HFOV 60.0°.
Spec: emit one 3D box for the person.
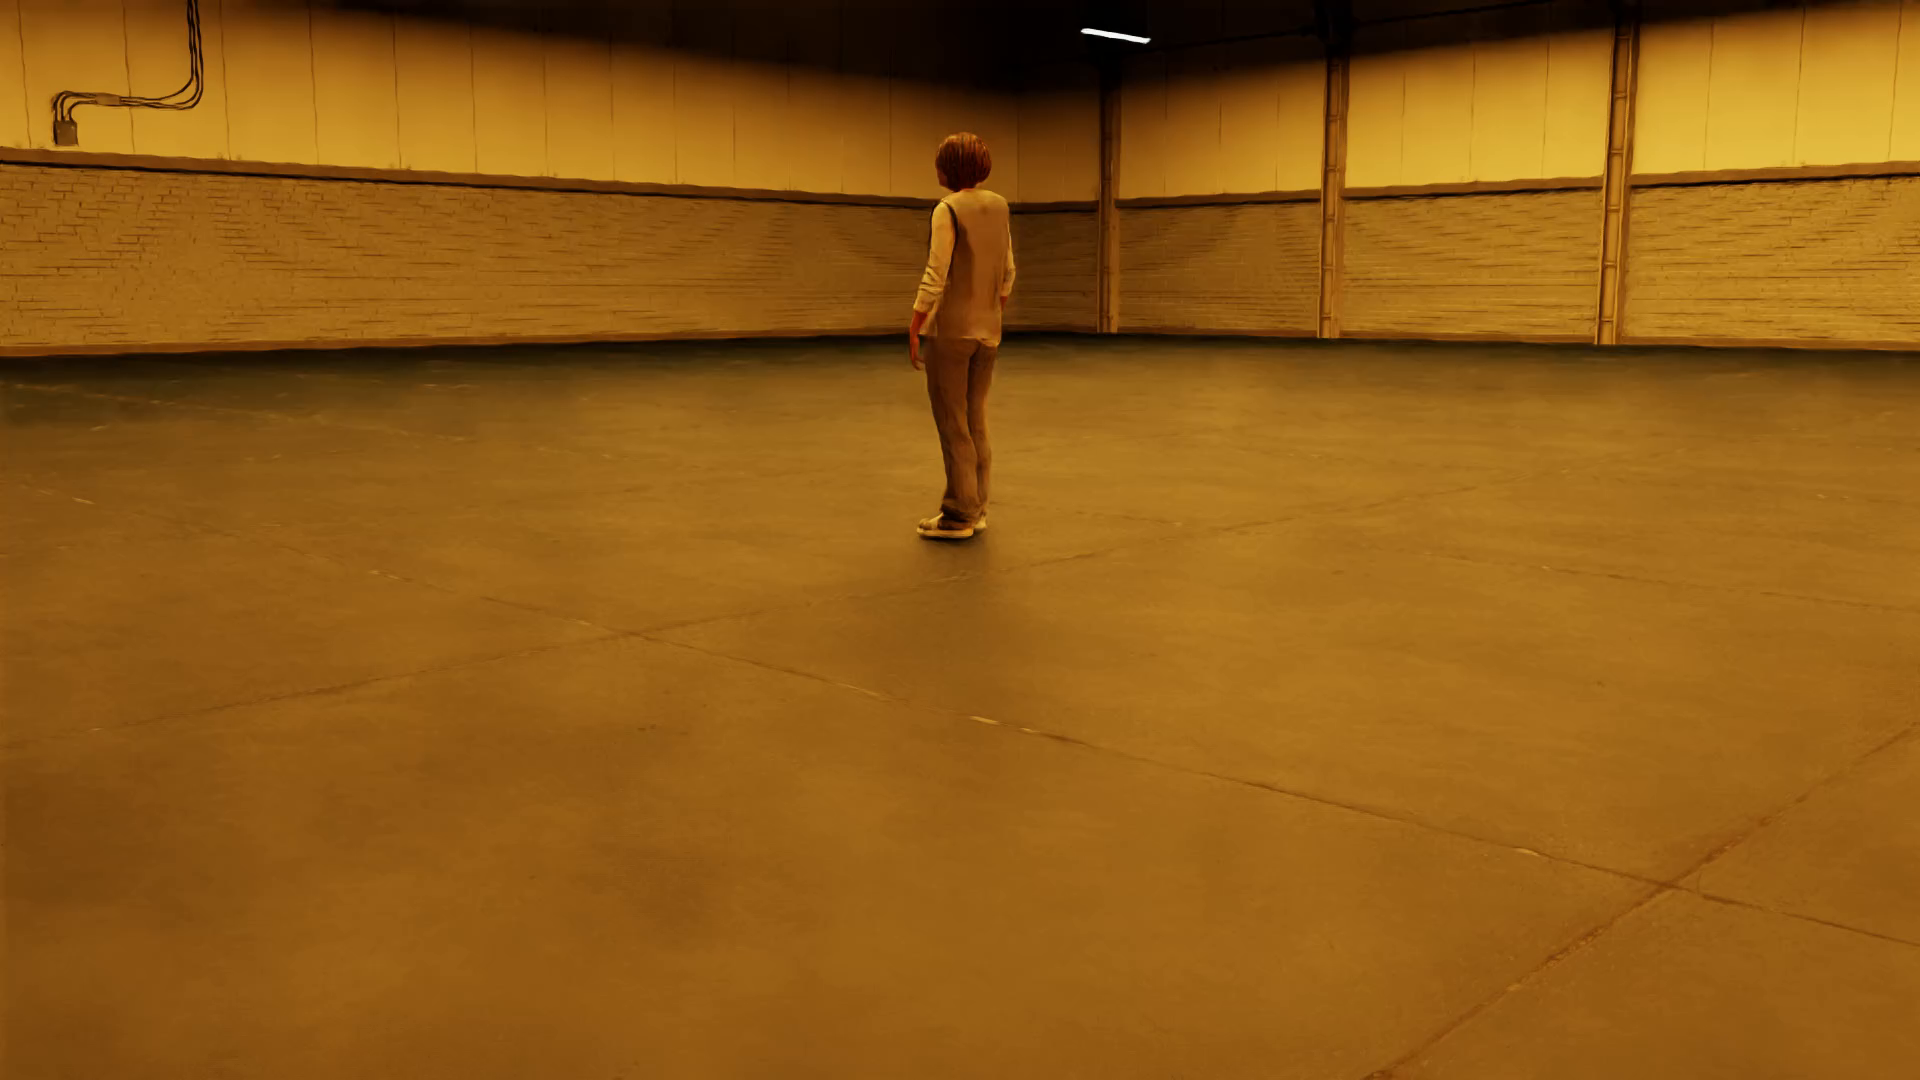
[{"bbox_3d":[-0.044,-0.806,6.658,0.474,1.597,0.521,8,12,43],"label":"person"}]
